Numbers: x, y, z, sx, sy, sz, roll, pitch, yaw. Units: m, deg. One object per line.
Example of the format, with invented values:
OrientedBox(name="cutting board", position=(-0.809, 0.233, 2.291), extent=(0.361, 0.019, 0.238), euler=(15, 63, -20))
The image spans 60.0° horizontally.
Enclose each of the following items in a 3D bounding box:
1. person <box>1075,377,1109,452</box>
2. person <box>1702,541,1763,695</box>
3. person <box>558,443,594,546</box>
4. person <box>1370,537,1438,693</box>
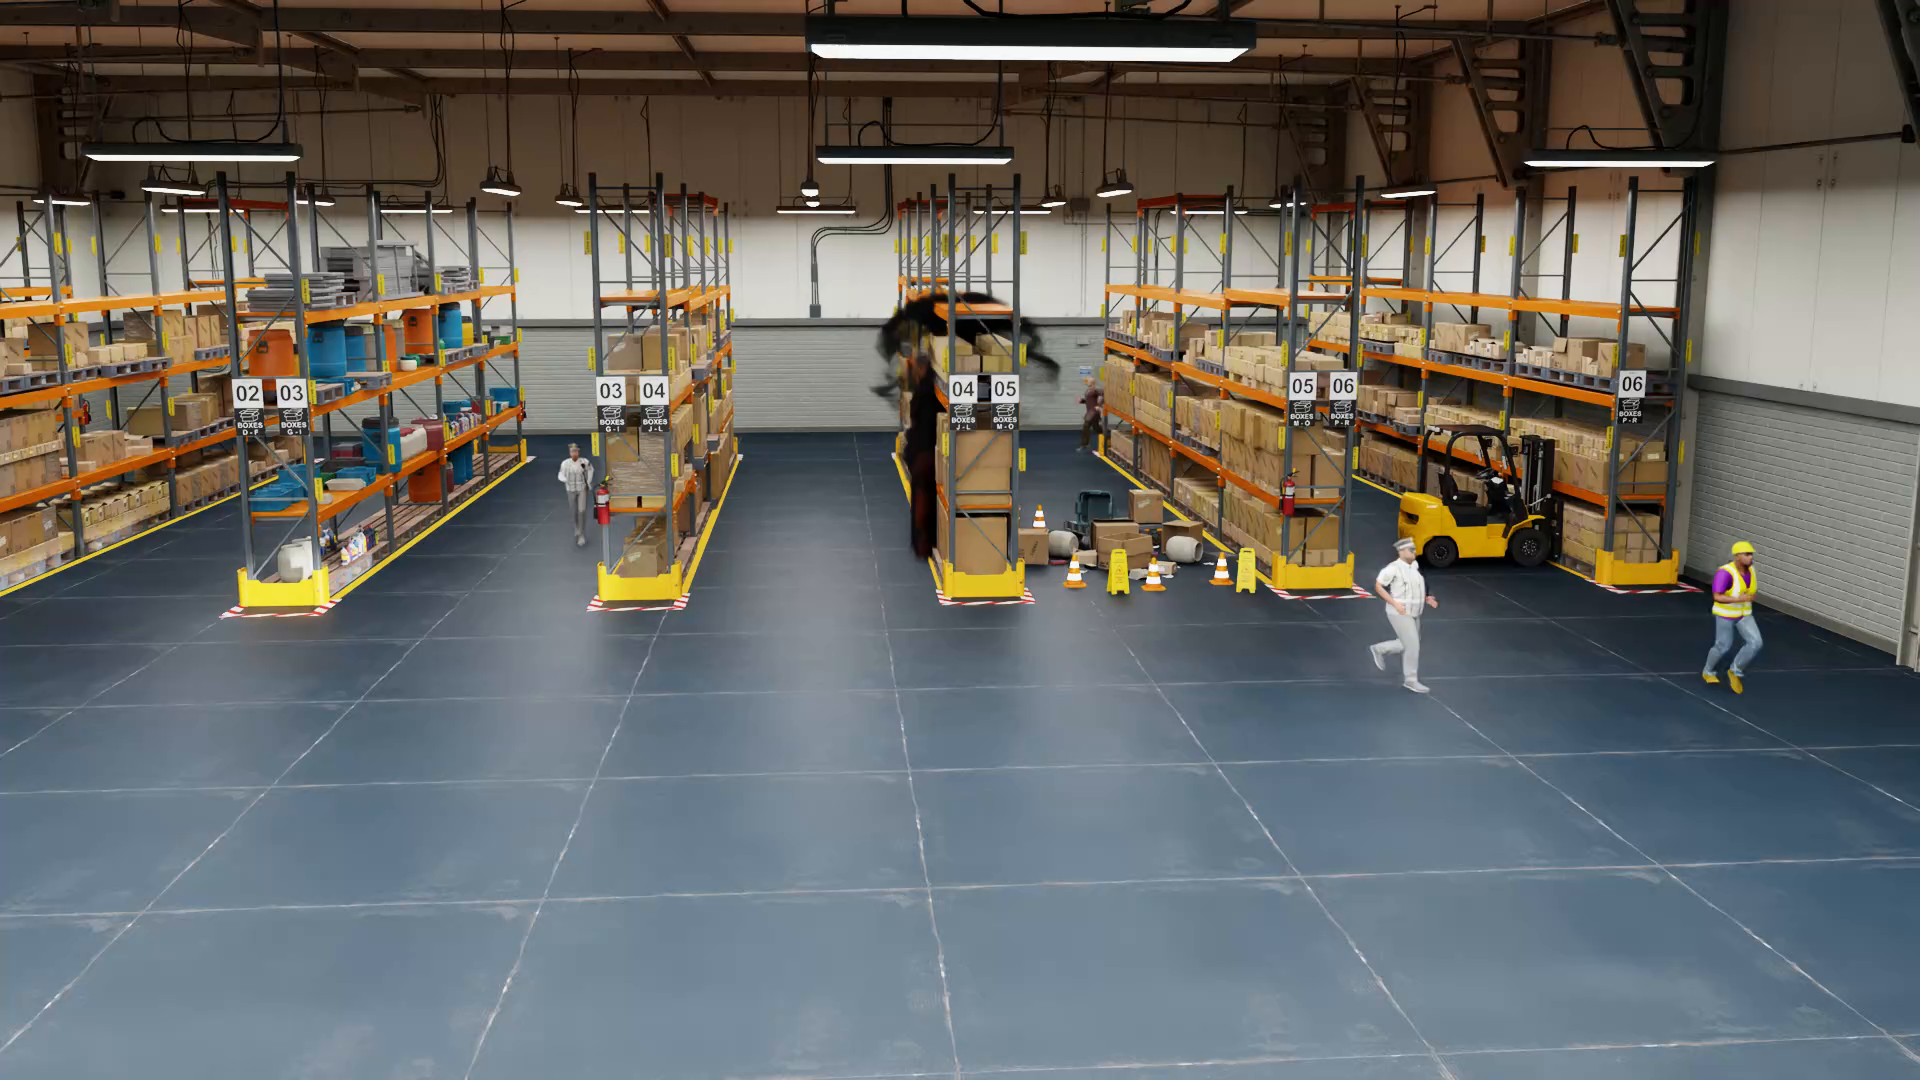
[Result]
OrientedBox(name="person", position=(3.309, -3.117, 41.198), extent=(0.952, 1.824, 0.654), euler=(-1, 10, -8))
OrientedBox(name="person", position=(8.740, 0.862, 18.764), extent=(0.733, 1.754, 0.808), euler=(-3, 11, -17))
OrientedBox(name="person", position=(-6.555, -0.816, 28.434), extent=(0.562, 1.719, 0.857), euler=(-1, 10, -4))
OrientedBox(name="person", position=(5.050, 0.827, 19.061), extent=(0.833, 1.775, 0.663), euler=(10, 14, 44))
